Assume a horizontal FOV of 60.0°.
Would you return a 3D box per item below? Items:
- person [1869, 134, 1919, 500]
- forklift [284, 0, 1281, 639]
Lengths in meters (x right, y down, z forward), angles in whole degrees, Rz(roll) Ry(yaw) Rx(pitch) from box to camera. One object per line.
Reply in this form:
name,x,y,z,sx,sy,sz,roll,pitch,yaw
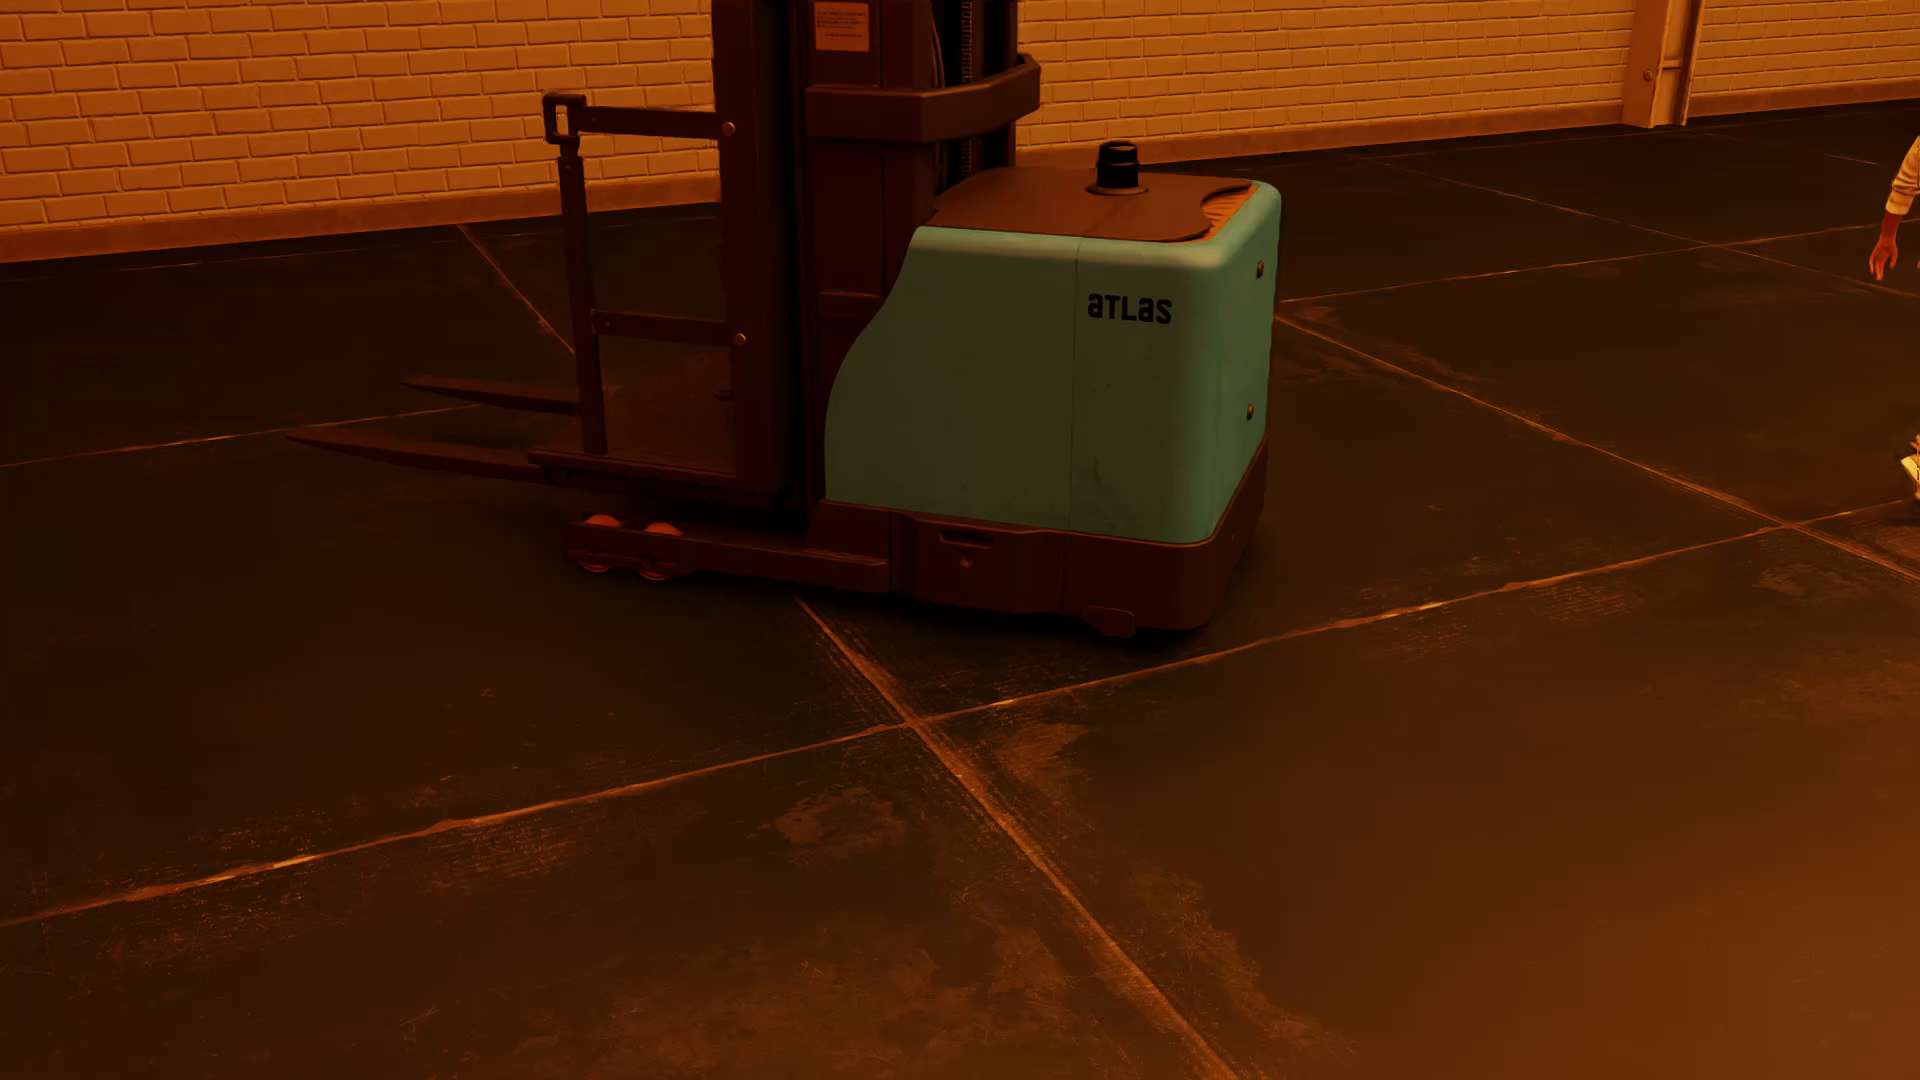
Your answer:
person,3.134,-0.829,5.097,0.516,1.548,0.604,-4,23,-10
forklift,-0.633,-1.417,4.697,3.031,2.935,1.130,7,24,17
